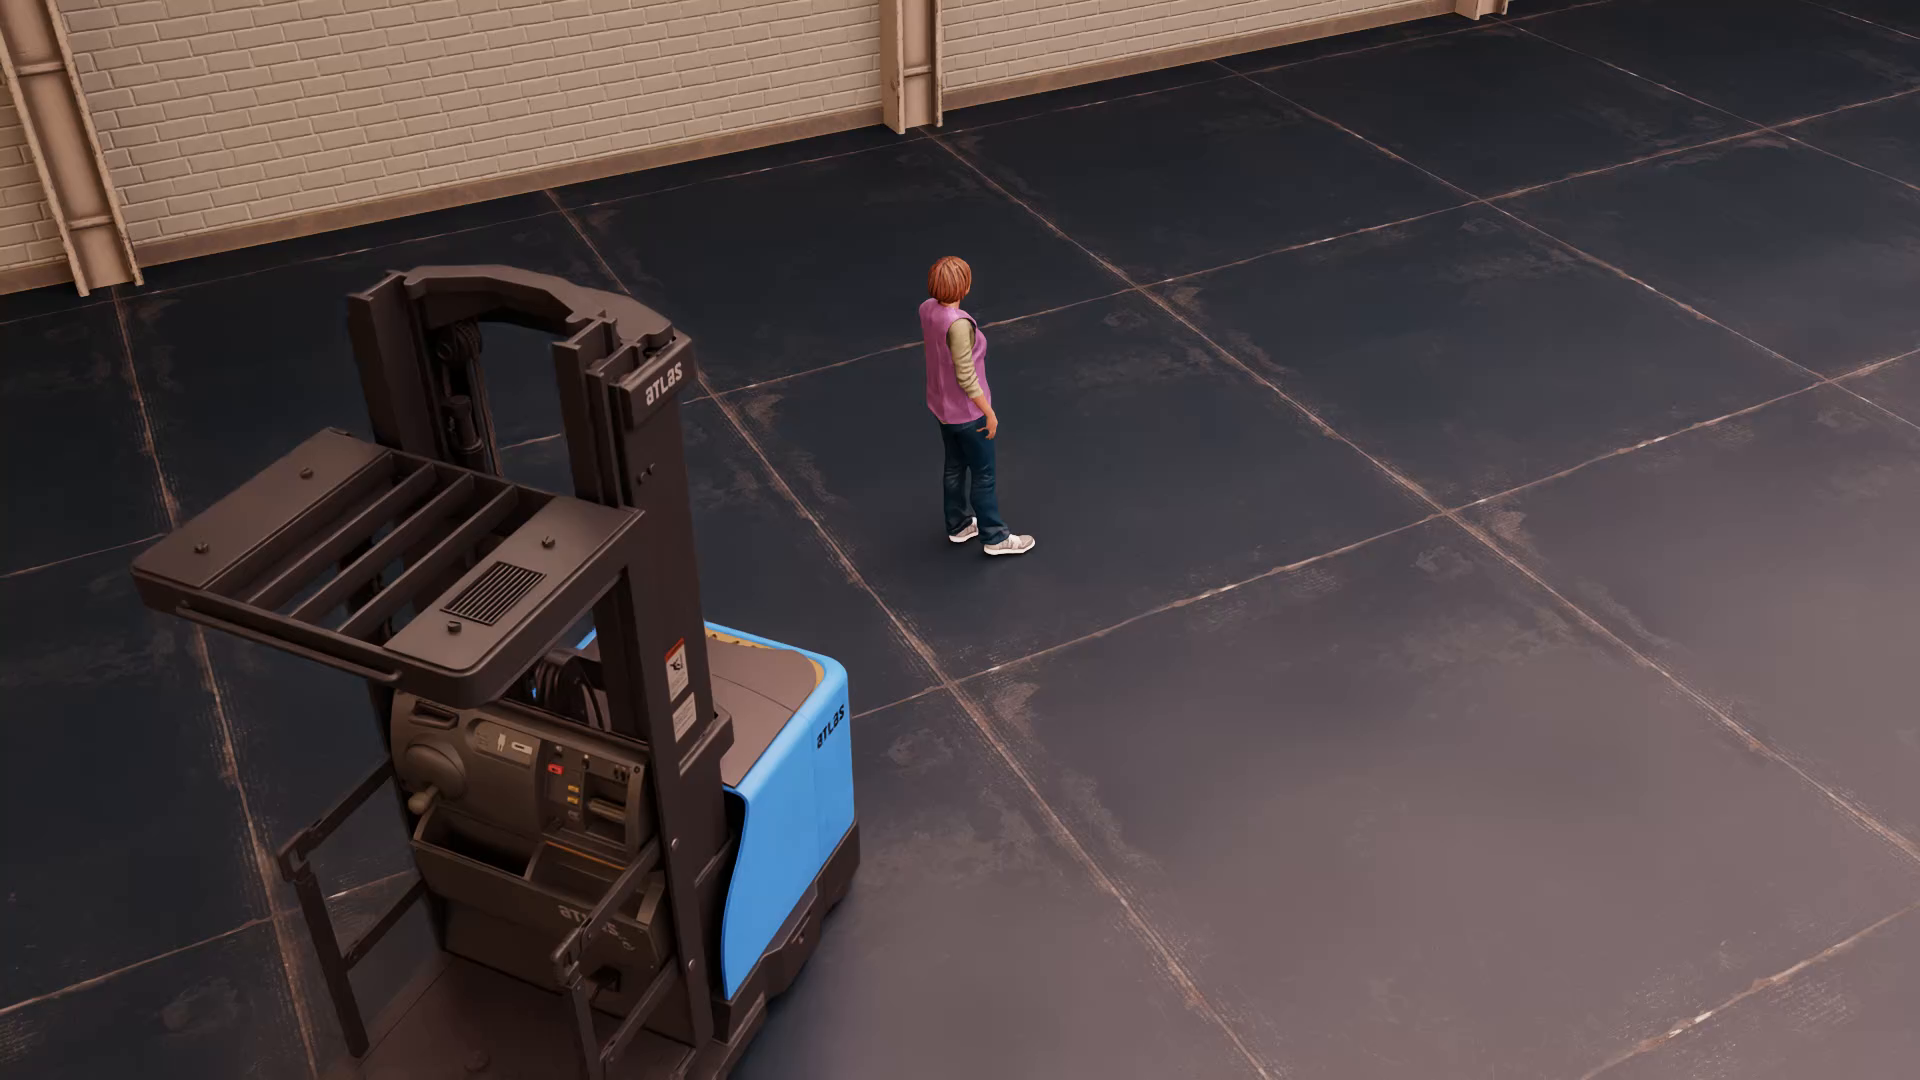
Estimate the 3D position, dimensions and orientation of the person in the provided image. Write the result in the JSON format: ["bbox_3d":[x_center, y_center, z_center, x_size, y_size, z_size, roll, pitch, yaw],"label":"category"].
[{"bbox_3d":[0.072,-0.671,8.216,0.473,1.599,0.521,-17,39,-23],"label":"person"}]

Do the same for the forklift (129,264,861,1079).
[{"bbox_3d":[-1.462,0.794,4.999,1.130,2.935,3.031,14,38,19],"label":"forklift"}]
